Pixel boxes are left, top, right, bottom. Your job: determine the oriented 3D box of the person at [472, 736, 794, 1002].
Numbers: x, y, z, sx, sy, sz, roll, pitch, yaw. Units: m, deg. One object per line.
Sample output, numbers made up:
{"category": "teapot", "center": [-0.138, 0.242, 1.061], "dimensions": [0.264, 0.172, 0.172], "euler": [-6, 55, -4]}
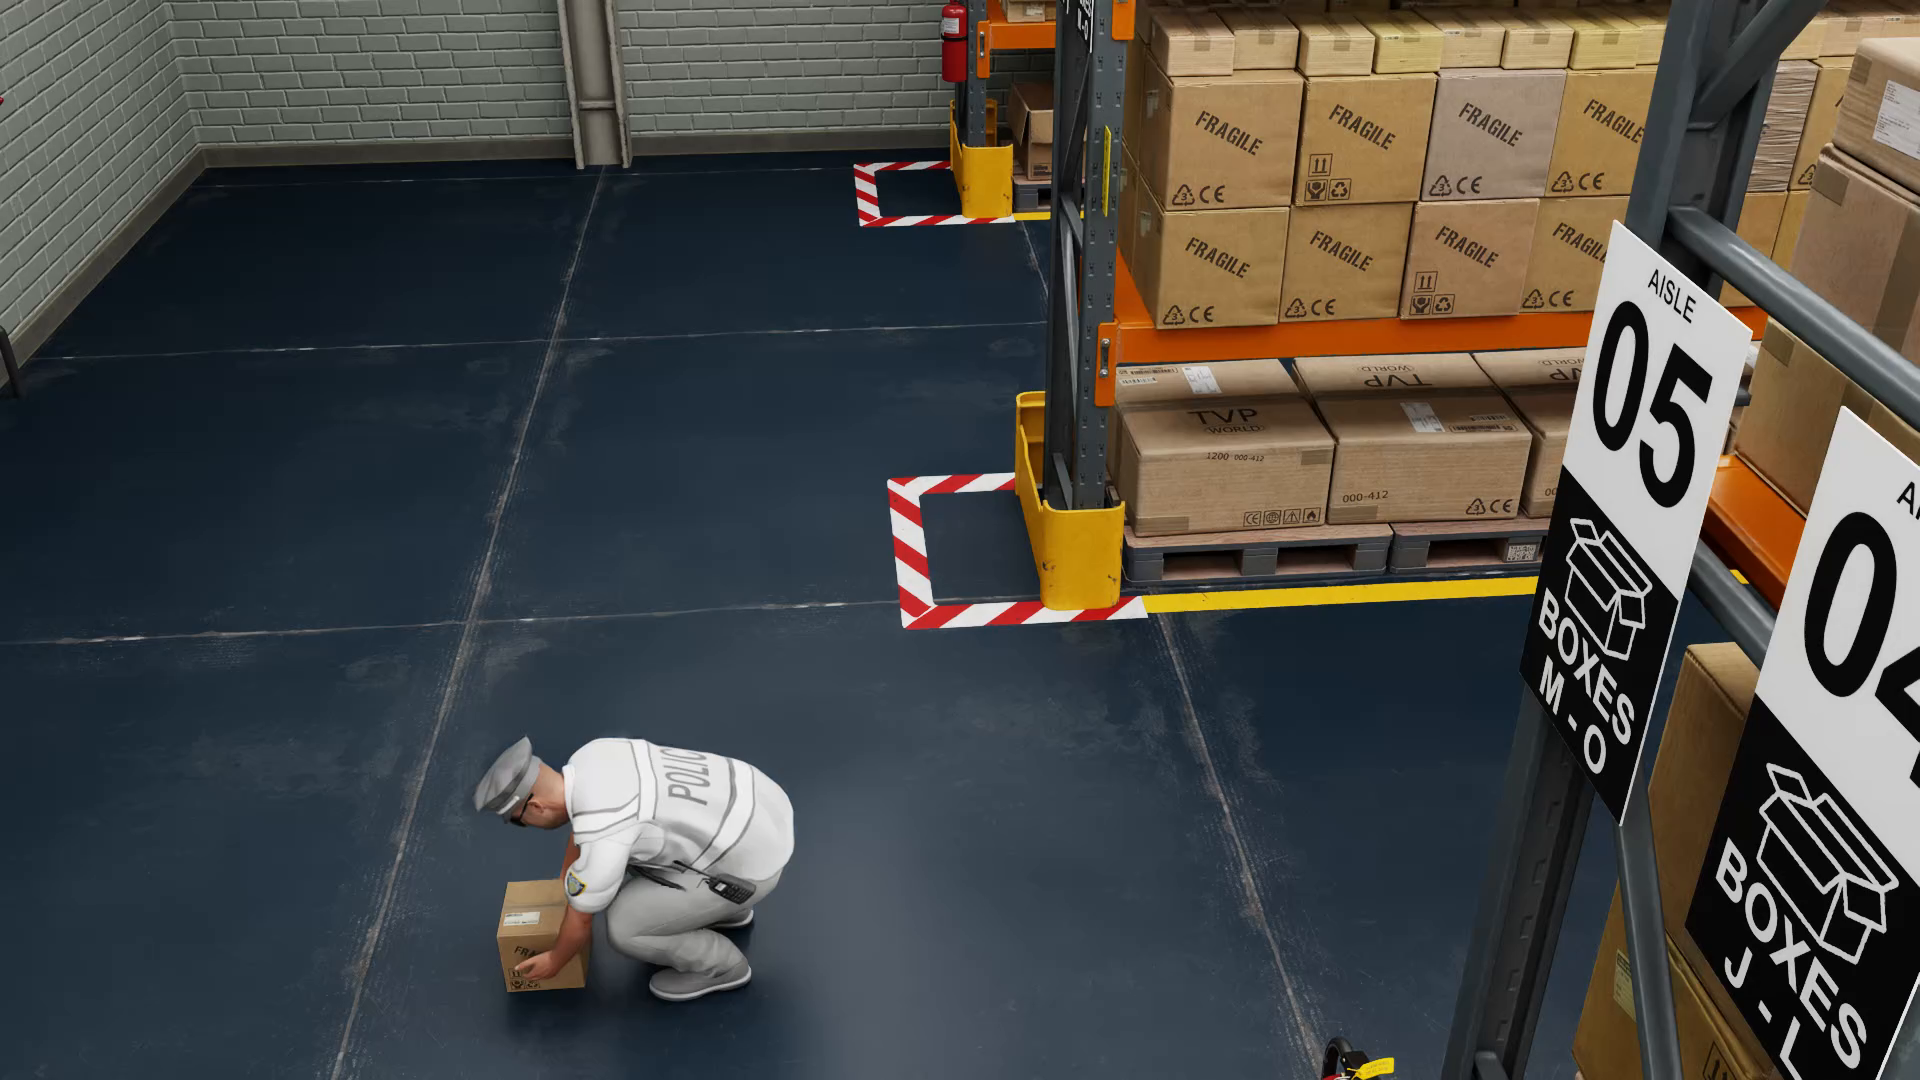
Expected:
{"category": "person", "center": [-1.002, 0.993, 5.265], "dimensions": [0.954, 0.942, 0.564], "euler": [-3, 31, -5]}
